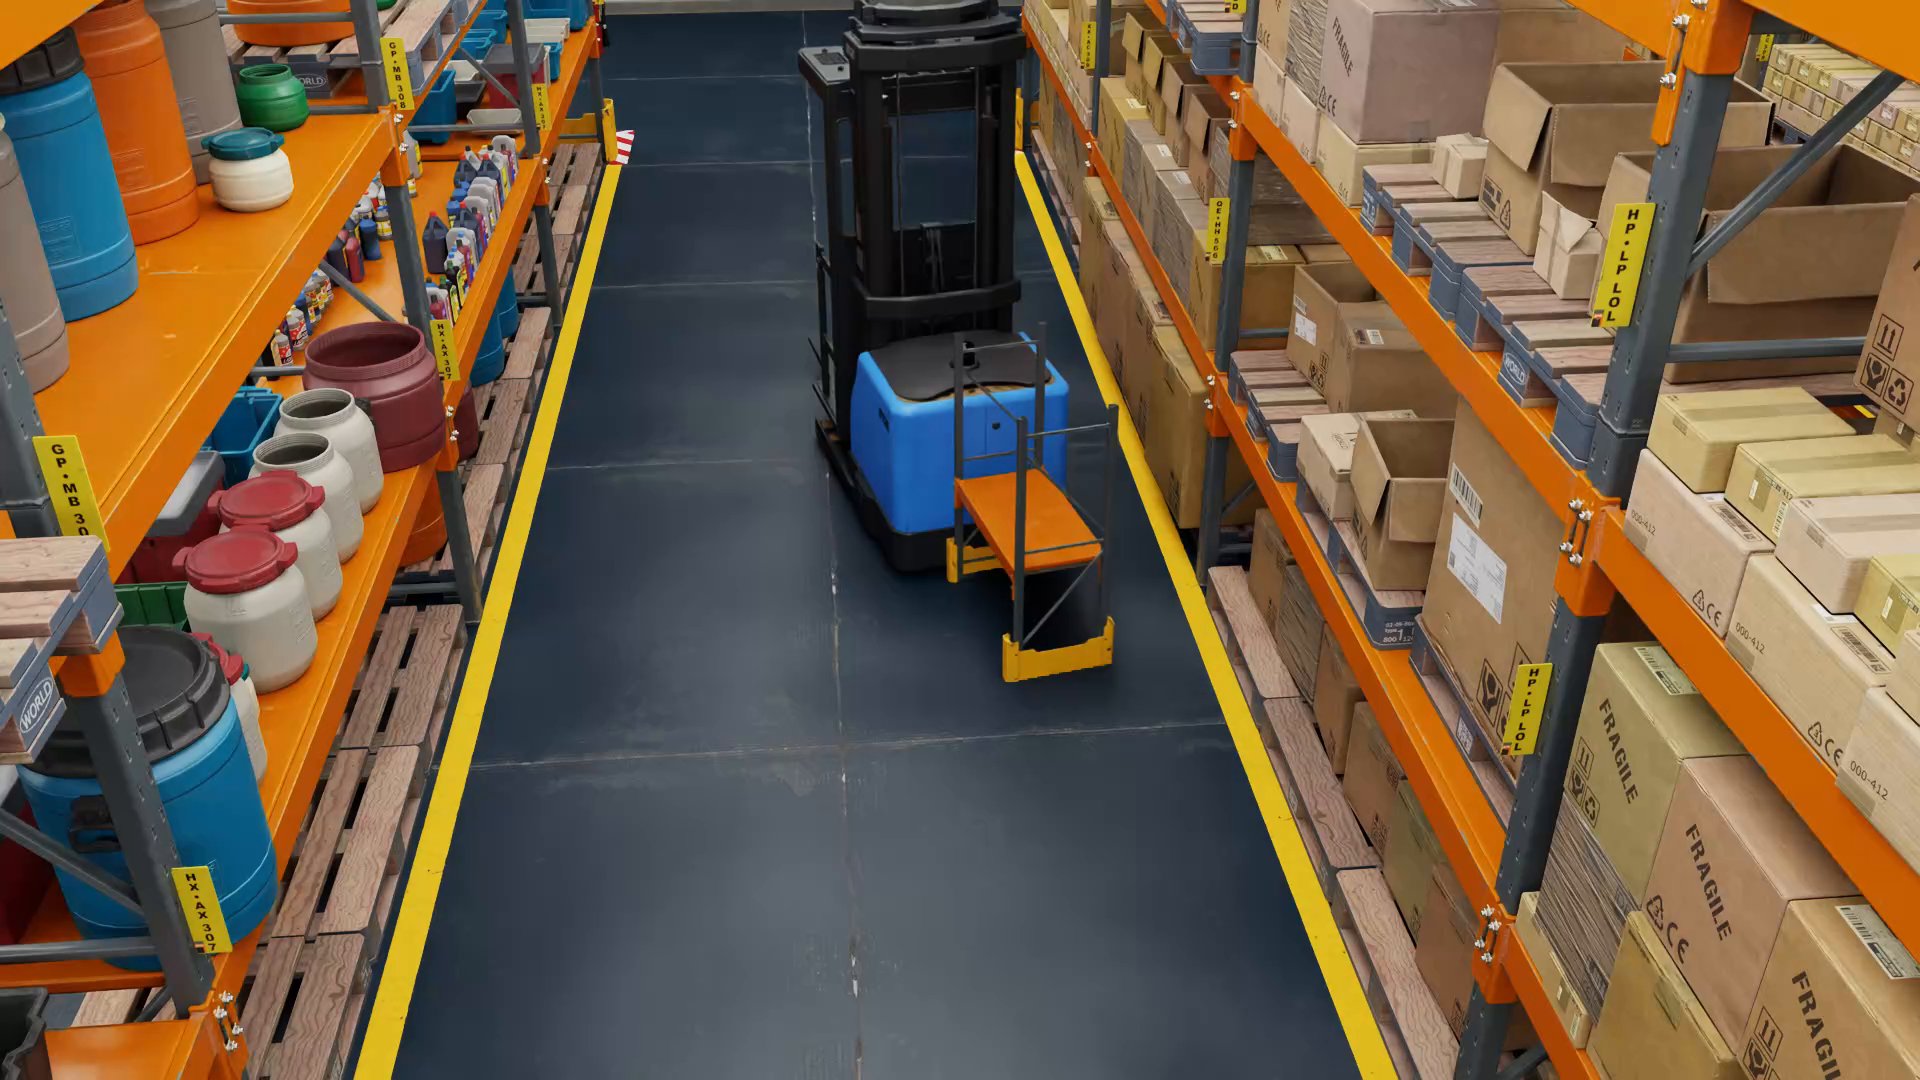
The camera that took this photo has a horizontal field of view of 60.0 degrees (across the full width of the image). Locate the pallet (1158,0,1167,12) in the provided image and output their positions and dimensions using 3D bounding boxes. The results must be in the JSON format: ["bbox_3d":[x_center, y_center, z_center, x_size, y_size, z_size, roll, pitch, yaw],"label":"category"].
[{"bbox_3d":[1.614,-3.180,9.407,1.003,0.211,1.213,-1,31,-2],"label":"pallet"}]

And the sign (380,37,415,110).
[{"bbox_3d":[-2.550,-2.111,7.537,0.100,0.325,0.005,-3,31,-5],"label":"sign"}]

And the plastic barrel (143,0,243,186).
[{"bbox_3d":[-3.236,-1.912,6.612,0.600,0.901,0.600,0,31,0],"label":"plastic barrel"}]

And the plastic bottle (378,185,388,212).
[{"bbox_3d":[-3.569,-2.108,10.474,0.152,0.276,0.135,-3,31,-5],"label":"plastic bottle"}]

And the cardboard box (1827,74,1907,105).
[{"bbox_3d":[6.061,-3.008,11.116,0.380,0.149,0.250,-3,31,-5],"label":"cardboard box"}]

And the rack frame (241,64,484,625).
[{"bbox_3d":[-3.097,-0.839,8.229,1.000,3.000,0.127,-3,31,-5],"label":"rack frame"}]

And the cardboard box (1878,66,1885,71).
[{"bbox_3d":[6.666,-3.299,11.604,0.380,0.149,0.250,-4,31,-6],"label":"cardboard box"}]

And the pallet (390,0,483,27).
[{"bbox_3d":[-3.191,-3.113,9.296,1.003,0.211,1.213,-3,31,-5],"label":"pallet"}]

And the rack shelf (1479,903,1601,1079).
[{"bbox_3d":[2.395,2.296,3.682,1.077,0.370,4.000,-3,31,-5],"label":"rack shelf"}]

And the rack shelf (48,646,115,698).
[{"bbox_3d":[-2.537,1.246,2.516,1.077,0.370,4.000,-3,31,-5],"label":"rack shelf"}]

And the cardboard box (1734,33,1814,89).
[{"bbox_3d":[6.082,-3.708,12.645,0.500,0.500,0.500,-3,31,-5],"label":"cardboard box"}]

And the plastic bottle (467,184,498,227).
[{"bbox_3d":[-3.018,-2.129,10.510,0.152,0.276,0.135,-3,31,-5],"label":"plastic bottle"}]

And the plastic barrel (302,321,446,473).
[{"bbox_3d":[-2.752,-0.675,7.822,0.600,0.536,0.708,-3,31,-5],"label":"plastic barrel"}]

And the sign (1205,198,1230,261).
[{"bbox_3d":[1.282,-1.545,8.282,0.100,0.325,0.005,-3,31,-5],"label":"sign"}]

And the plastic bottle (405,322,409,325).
[{"bbox_3d":[-2.816,-1.022,8.656,0.152,0.276,0.135,-3,31,-5],"label":"plastic bottle"}]

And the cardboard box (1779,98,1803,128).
[{"bbox_3d":[6.019,-3.012,11.703,0.380,0.149,0.250,-2,31,-4],"label":"cardboard box"}]

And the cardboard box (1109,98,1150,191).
[{"bbox_3d":[1.302,-2.658,11.177,0.500,0.500,0.500,-3,31,-5],"label":"cardboard box"}]

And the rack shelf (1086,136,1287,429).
[{"bbox_3d":[1.647,-1.788,10.520,1.077,0.370,4.000,-3,31,-5],"label":"rack shelf"}]

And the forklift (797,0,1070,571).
[{"bbox_3d":[-0.302,-1.831,9.956,1.130,2.935,3.031,-9,32,-15],"label":"forklift"}]

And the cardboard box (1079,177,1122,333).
[{"bbox_3d":[1.540,-2.060,11.937,1.225,0.875,0.875,-3,31,-4],"label":"cardboard box"}]

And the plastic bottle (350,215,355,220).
[{"bbox_3d":[-3.706,-1.870,10.080,0.097,0.271,0.097,0,31,0],"label":"plastic bottle"}]

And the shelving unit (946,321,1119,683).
[{"bbox_3d":[0.359,-0.217,8.650,0.587,1.500,1.083,-9,32,-15],"label":"shelving unit"}]

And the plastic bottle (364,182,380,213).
[{"bbox_3d":[-3.720,-2.100,10.462,0.152,0.276,0.135,-3,31,-5],"label":"plastic bottle"}]

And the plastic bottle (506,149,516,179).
[{"bbox_3d":[-3.074,-2.552,11.291,0.097,0.201,0.097,0,31,0],"label":"plastic bottle"}]

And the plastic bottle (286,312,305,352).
[{"bbox_3d":[-3.574,-1.117,8.889,0.097,0.201,0.097,0,31,0],"label":"plastic bottle"}]

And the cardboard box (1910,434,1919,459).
[{"bbox_3d":[2.460,-0.135,3.884,0.380,0.149,0.250,-2,31,-4],"label":"cardboard box"}]

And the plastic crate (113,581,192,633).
[{"bbox_3d":[-3.167,0.419,6.330,0.450,0.188,0.662,-3,31,-5],"label":"plastic crate"}]

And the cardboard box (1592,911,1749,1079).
[{"bbox_3d":[2.200,1.285,4.285,0.875,0.500,0.500,-3,31,-5],"label":"cardboard box"}]

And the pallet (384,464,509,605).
[{"bbox_3d":[-3.212,-0.042,9.614,1.003,0.211,1.213,-3,31,-5],"label":"pallet"}]

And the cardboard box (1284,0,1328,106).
[{"bbox_3d":[1.666,-2.110,6.847,0.500,0.500,0.500,-3,31,-4],"label":"cardboard box"}]

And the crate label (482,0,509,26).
[{"bbox_3d":[-4.149,-4.735,14.857,0.416,0.233,0.303,-3,31,-5],"label":"crate label"}]

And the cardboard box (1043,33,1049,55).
[{"bbox_3d":[0.914,-4.199,14.100,0.380,0.149,0.250,-3,31,-5],"label":"cardboard box"}]

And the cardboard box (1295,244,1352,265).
[{"bbox_3d":[2.060,-1.380,9.038,0.500,0.500,0.500,-2,31,-3],"label":"cardboard box"}]

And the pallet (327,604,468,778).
[{"bbox_3d":[-3.063,0.756,8.279,1.003,0.211,1.213,-3,31,-5],"label":"pallet"}]

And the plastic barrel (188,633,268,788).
[{"bbox_3d":[-2.594,0.646,5.610,0.433,0.535,0.433,0,31,0],"label":"plastic barrel"}]

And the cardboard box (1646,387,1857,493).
[{"bbox_3d":[1.931,-0.248,4.072,0.380,0.149,0.250,-4,31,-6],"label":"cardboard box"}]

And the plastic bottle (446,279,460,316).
[{"bbox_3d":[-2.855,-1.355,9.286,0.097,0.201,0.097,0,31,0],"label":"plastic bottle"}]

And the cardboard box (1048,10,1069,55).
[{"bbox_3d":[1.015,-4.178,13.675,0.500,0.250,0.500,-3,31,-6],"label":"cardboard box"}]

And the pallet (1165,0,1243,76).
[{"bbox_3d":[1.721,-2.609,8.451,1.213,0.211,1.003,-1,31,-2],"label":"pallet"}]

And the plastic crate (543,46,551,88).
[{"bbox_3d":[-3.430,-3.644,12.983,0.437,0.282,0.530,-3,31,-5],"label":"plastic crate"}]

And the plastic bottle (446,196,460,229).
[{"bbox_3d":[-3.119,-1.993,10.287,0.097,0.271,0.097,0,31,0],"label":"plastic bottle"}]

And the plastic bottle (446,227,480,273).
[{"bbox_3d":[-2.945,-1.730,9.842,0.152,0.276,0.135,-3,31,-5],"label":"plastic bottle"}]

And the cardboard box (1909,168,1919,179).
[{"bbox_3d":[6.164,-2.219,10.376,0.380,0.149,0.250,-2,31,-3],"label":"cardboard box"}]

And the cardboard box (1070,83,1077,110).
[{"bbox_3d":[1.058,-3.413,12.783,0.380,0.149,0.250,-3,31,-5],"label":"cardboard box"}]

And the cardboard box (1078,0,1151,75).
[{"bbox_3d":[1.151,-3.725,12.186,0.500,0.500,0.500,-2,31,-3],"label":"cardboard box"}]

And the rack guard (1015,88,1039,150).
[{"bbox_3d":[1.084,-4.099,16.126,1.175,0.500,0.348,-3,31,-5],"label":"rack guard"}]

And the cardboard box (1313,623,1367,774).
[{"bbox_3d":[2.041,0.721,7.626,0.700,0.500,0.500,0,31,0],"label":"cardboard box"}]

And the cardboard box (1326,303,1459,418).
[{"bbox_3d":[2.076,-0.745,7.565,0.700,0.500,0.500,2,31,3],"label":"cardboard box"}]

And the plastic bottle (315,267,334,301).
[{"bbox_3d":[-3.637,-1.465,9.471,0.097,0.201,0.097,0,31,0],"label":"plastic bottle"}]

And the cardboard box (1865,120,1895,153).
[{"bbox_3d":[6.115,-2.611,10.742,0.380,0.149,0.250,-3,31,-5],"label":"cardboard box"}]

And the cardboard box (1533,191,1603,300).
[{"bbox_3d":[2.020,-0.919,5.160,0.396,0.266,0.258,-2,31,-3],"label":"cardboard box"}]

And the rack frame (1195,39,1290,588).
[{"bbox_3d":[1.834,-1.076,8.626,1.000,3.000,0.127,-3,31,-5],"label":"rack frame"}]
